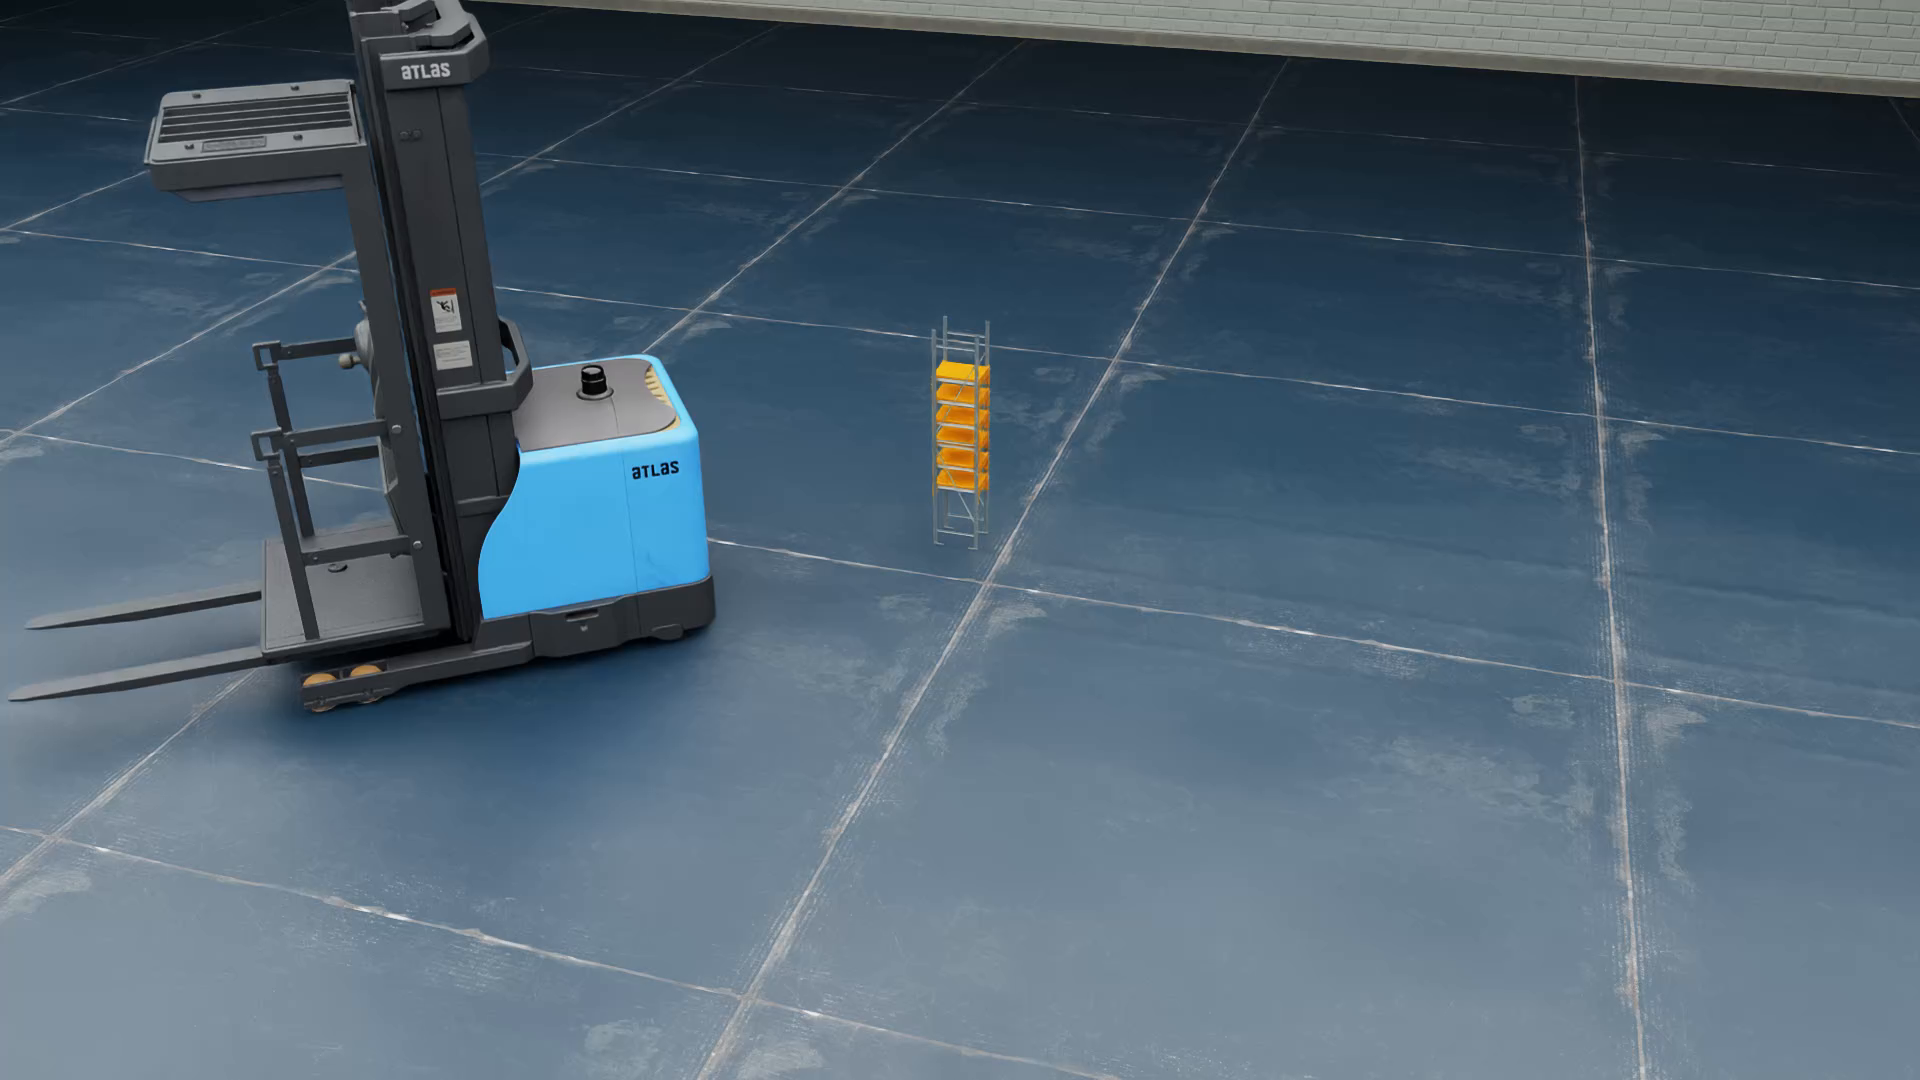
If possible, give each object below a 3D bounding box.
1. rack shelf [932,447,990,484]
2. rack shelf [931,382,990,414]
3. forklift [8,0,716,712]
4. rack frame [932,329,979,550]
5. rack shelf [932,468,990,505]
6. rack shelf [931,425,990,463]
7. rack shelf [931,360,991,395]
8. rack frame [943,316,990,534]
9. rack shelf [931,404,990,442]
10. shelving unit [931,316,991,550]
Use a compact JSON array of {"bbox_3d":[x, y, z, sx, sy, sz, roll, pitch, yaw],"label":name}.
[{"bbox_3d":[0.004,-0.387,8.550,0.258,0.103,0.180,8,30,15],"label":"rack shelf"},{"bbox_3d":[0.004,-0.702,8.375,0.258,0.103,0.180,8,30,15],"label":"rack shelf"},{"bbox_3d":[-2.739,-0.810,7.191,3.031,2.935,1.130,-10,31,-17],"label":"forklift"},{"bbox_3d":[-0.023,-0.489,8.394,0.240,1.200,0.006,8,30,15],"label":"rack frame"},{"bbox_3d":[0.004,-0.282,8.609,0.258,0.103,0.180,8,30,15],"label":"rack shelf"},{"bbox_3d":[0.004,-0.492,8.492,0.258,0.103,0.180,8,30,15],"label":"rack shelf"},{"bbox_3d":[0.004,-0.807,8.317,0.258,0.103,0.180,8,30,15],"label":"rack shelf"},{"bbox_3d":[0.031,-0.574,8.547,0.240,1.200,0.006,8,30,15],"label":"rack frame"},{"bbox_3d":[0.004,-0.597,8.434,0.258,0.103,0.180,8,30,15],"label":"rack shelf"},{"bbox_3d":[0.004,-0.531,8.470,0.258,1.200,0.189,8,30,15],"label":"shelving unit"}]
